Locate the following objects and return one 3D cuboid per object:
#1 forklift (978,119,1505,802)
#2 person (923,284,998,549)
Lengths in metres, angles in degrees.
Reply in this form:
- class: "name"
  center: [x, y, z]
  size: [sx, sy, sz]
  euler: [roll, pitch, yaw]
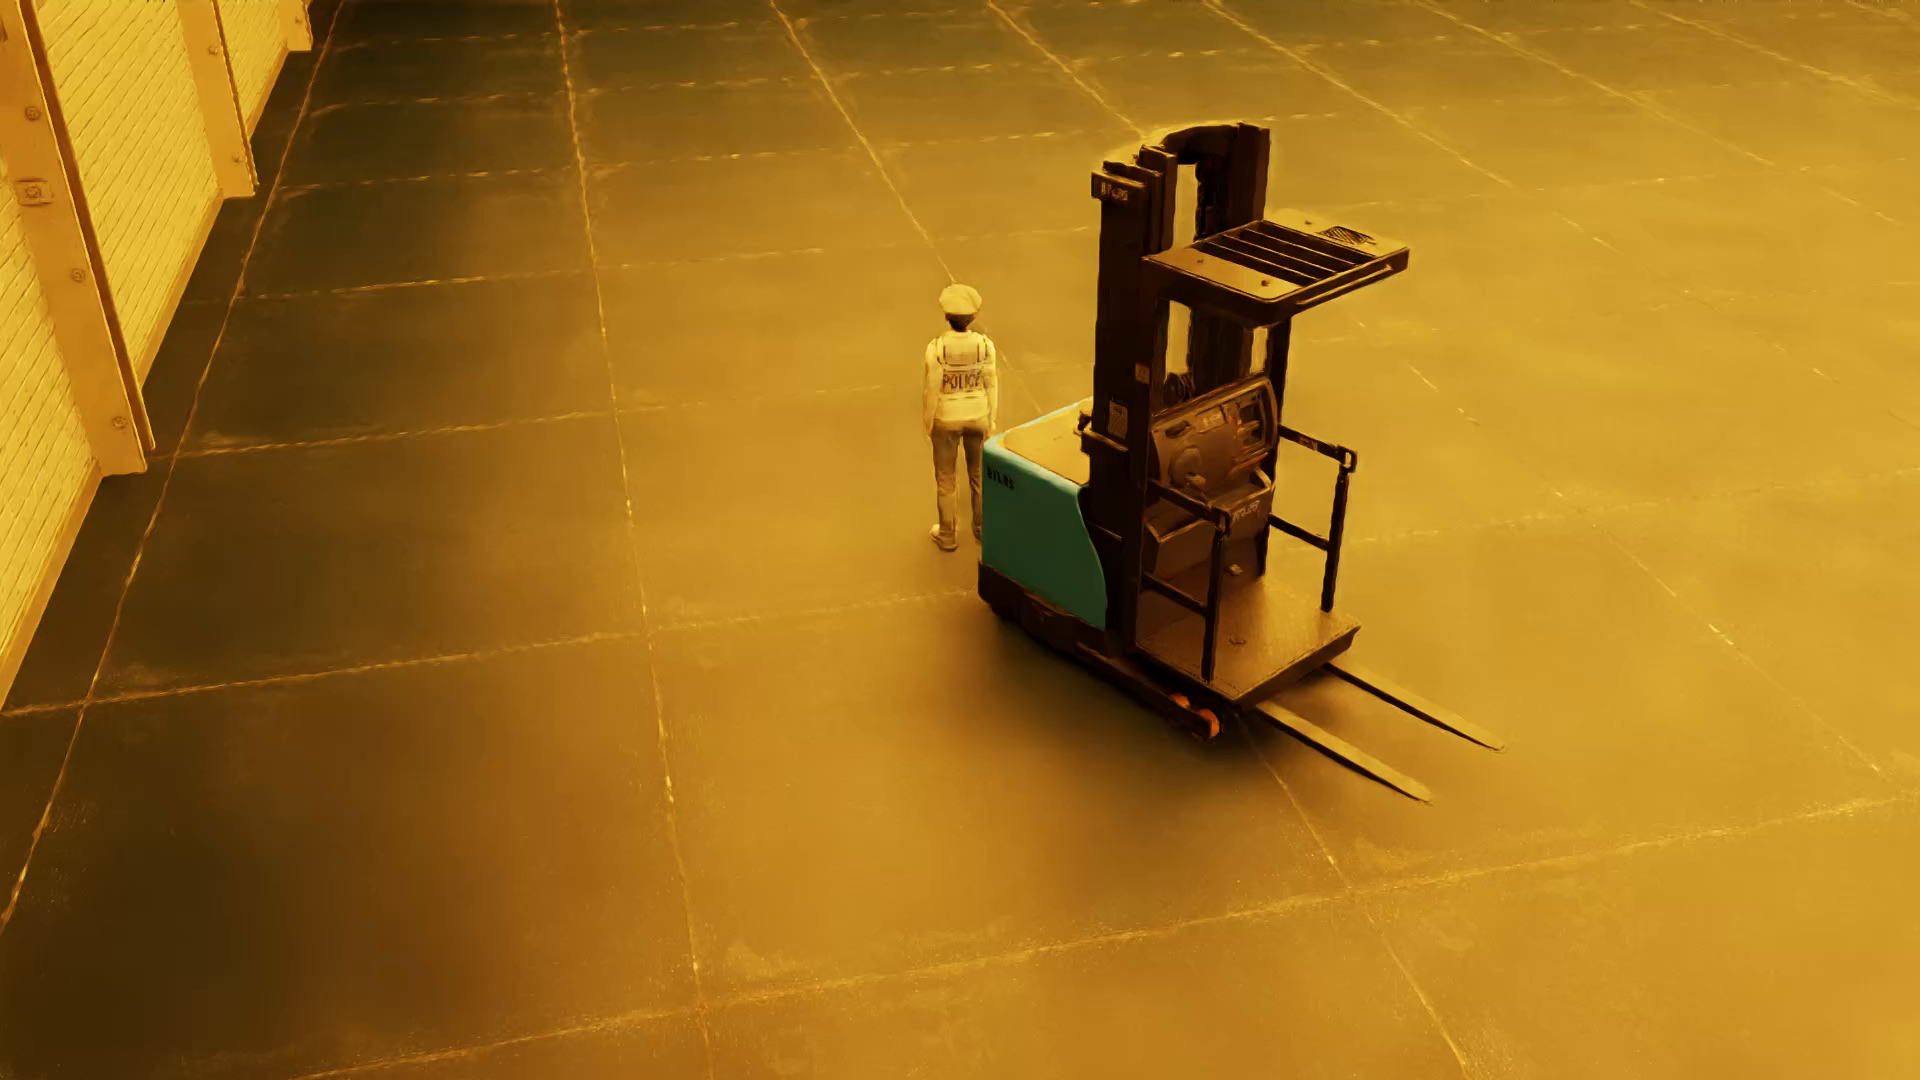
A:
- class: "forklift"
  center: [1.462, -0.509, 8.454]
  size: [1.130, 2.935, 3.031]
  euler: [-24, 38, -35]
- class: "person"
  center: [-0.005, -0.737, 10.090]
  size: [0.463, 1.692, 0.337]
  euler: [-7, 31, -12]
